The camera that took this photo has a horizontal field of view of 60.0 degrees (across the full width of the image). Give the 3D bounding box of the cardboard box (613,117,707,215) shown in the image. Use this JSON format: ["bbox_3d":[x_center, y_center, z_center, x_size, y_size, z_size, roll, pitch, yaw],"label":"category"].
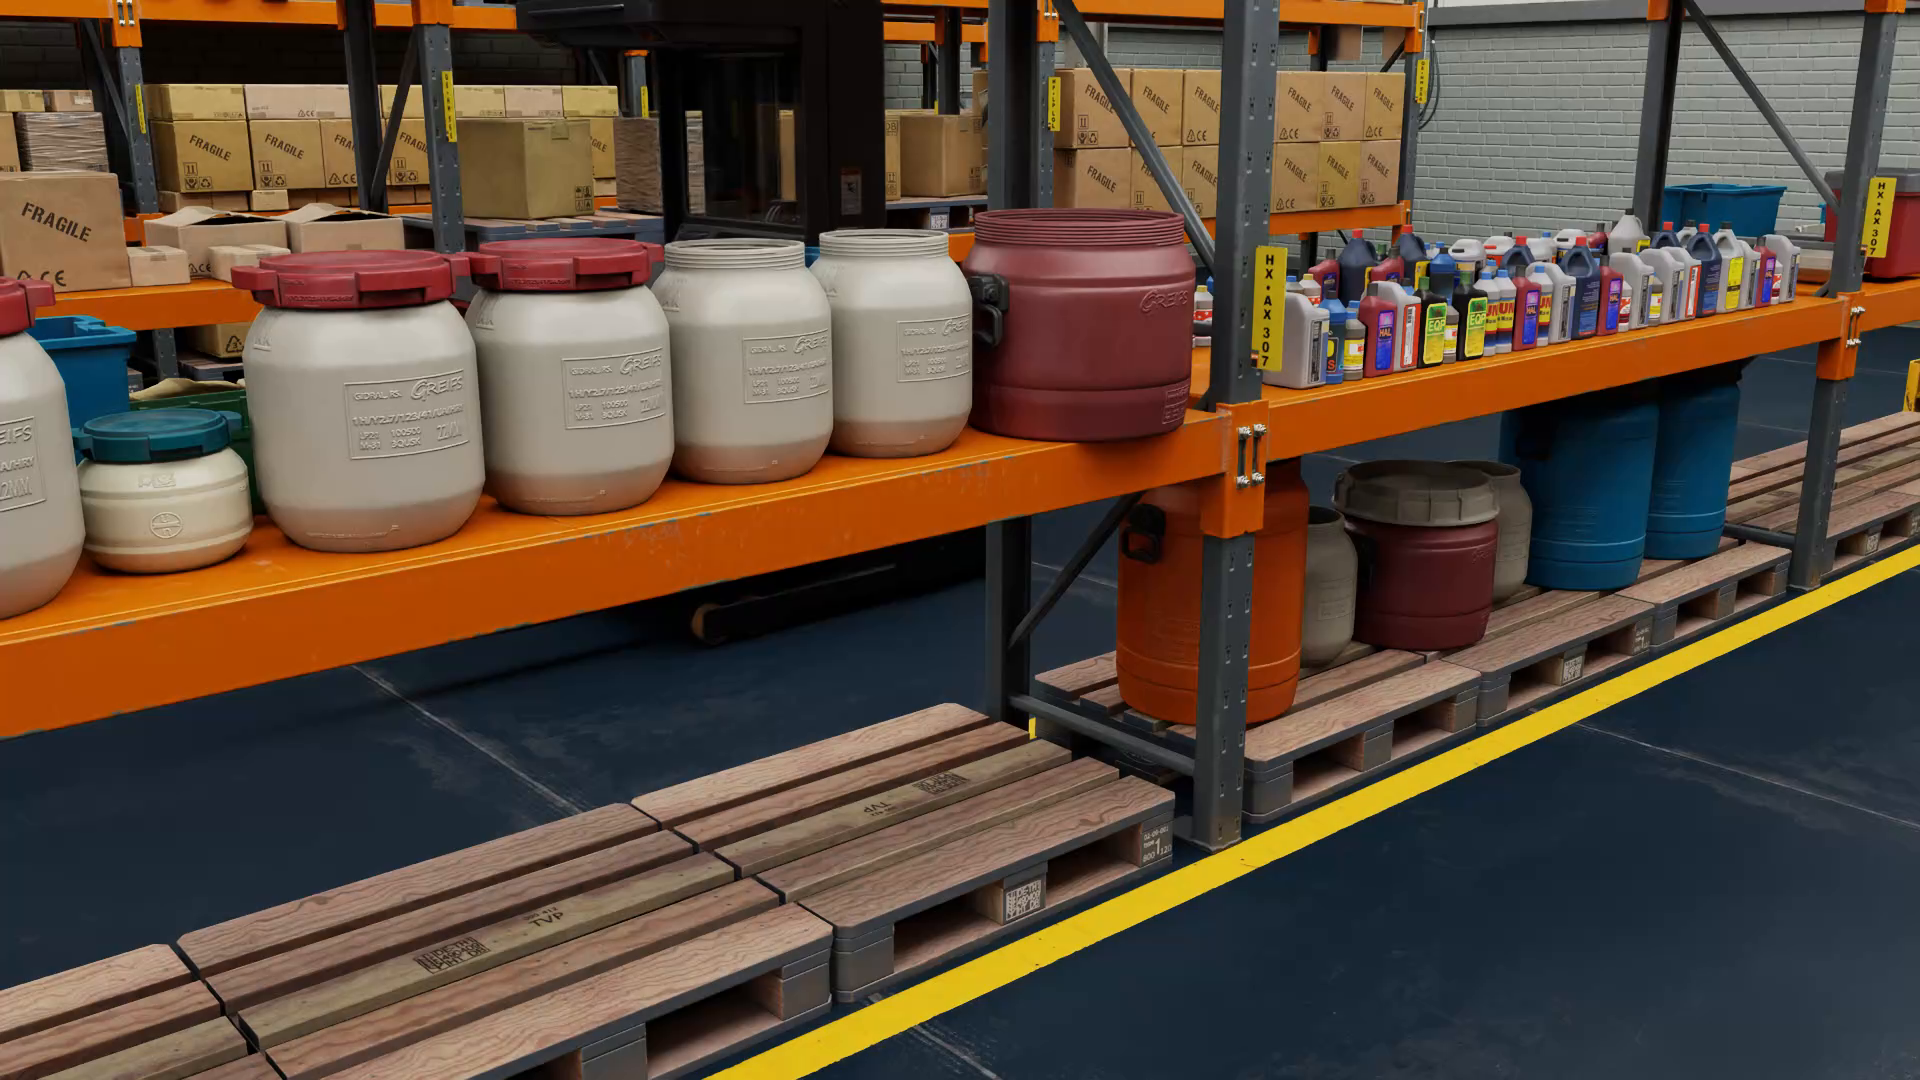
[{"bbox_3d":[-1.577,-2.105,9.310,0.500,0.500,0.700,-9,17,-29],"label":"cardboard box"}]

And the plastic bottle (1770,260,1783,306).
[{"bbox_3d":[3.318,-1.069,6.825,0.097,0.201,0.097,0,15,0],"label":"plastic bottle"}]

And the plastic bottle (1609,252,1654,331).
[{"bbox_3d":[2.455,-0.921,6.125,0.135,0.276,0.152,-13,19,-39],"label":"plastic bottle"}]

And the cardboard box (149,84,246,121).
[{"bbox_3d":[-5.515,-3.167,12.030,0.500,0.250,0.500,-12,19,-38],"label":"cardboard box"}]

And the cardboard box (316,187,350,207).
[{"bbox_3d":[-4.897,-2.652,12.813,0.250,0.149,0.380,-12,19,-38],"label":"cardboard box"}]

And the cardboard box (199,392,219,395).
[{"bbox_3d":[-3.415,-0.527,7.837,0.500,0.311,0.500,-13,20,-40],"label":"cardboard box"}]

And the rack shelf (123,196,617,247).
[{"bbox_3d":[-4.540,-2.562,13.424,4.000,0.370,1.077,-13,19,-39],"label":"rack shelf"}]

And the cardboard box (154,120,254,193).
[{"bbox_3d":[-5.514,-2.805,12.130,0.500,0.500,0.500,-12,19,-38],"label":"cardboard box"}]

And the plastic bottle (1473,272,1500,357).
[{"bbox_3d":[1.723,-0.745,5.475,0.097,0.271,0.097,0,15,0],"label":"plastic bottle"}]

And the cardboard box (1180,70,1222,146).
[{"bbox_3d":[1.541,-3.016,11.596,0.500,0.500,0.500,-13,20,-41],"label":"cardboard box"}]

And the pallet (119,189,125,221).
[{"bbox_3d":[-6.516,-2.337,11.558,1.003,0.211,1.213,-13,19,-39],"label":"pallet"}]

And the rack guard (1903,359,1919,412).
[{"bbox_3d":[6.500,-0.796,10.263,0.348,0.500,1.175,-13,19,-39],"label":"rack guard"}]

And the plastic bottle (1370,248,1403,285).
[{"bbox_3d":[1.576,-0.934,6.162,0.133,0.283,0.061,-13,19,-39],"label":"plastic bottle"}]

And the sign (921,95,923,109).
[{"bbox_3d":[-0.373,-4.492,17.423,0.005,0.325,0.100,-13,19,-39],"label":"sign"}]

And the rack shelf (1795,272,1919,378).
[{"bbox_3d":[4.981,-1.311,8.740,4.000,0.370,1.077,-13,19,-39],"label":"rack shelf"}]

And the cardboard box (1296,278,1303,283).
[{"bbox_3d":[2.993,-1.827,13.270,0.500,0.500,0.500,-13,19,-39],"label":"cardboard box"}]

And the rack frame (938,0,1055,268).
[{"bbox_3d":[0.224,-2.285,10.991,0.127,3.000,1.000,-13,19,-39],"label":"rack frame"}]

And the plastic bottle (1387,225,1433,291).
[{"bbox_3d":[1.730,-1.036,6.413,0.185,0.351,0.144,-13,19,-39],"label":"plastic bottle"}]

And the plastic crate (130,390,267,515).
[{"bbox_3d":[-1.434,-0.212,3.643,0.662,0.188,0.450,-13,19,-39],"label":"plastic crate"}]

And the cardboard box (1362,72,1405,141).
[{"bbox_3d":[3.086,-3.365,12.904,0.500,0.500,0.500,-13,20,-40],"label":"cardboard box"}]

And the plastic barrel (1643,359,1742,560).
[{"bbox_3d":[3.051,-0.420,7.263,0.708,0.901,0.600,-13,19,-39],"label":"plastic barrel"}]

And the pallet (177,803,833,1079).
[{"bbox_3d":[-1.075,1.034,3.969,1.213,0.211,1.003,-13,19,-39],"label":"pallet"}]

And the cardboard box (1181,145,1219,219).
[{"bbox_3d":[1.550,-2.538,11.746,0.500,0.500,0.500,-13,20,-40],"label":"cardboard box"}]

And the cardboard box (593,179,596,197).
[{"bbox_3d":[-3.275,-2.977,14.031,0.250,0.149,0.380,-12,19,-38],"label":"cardboard box"}]

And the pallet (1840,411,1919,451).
[{"bbox_3d":[5.842,-0.518,9.781,1.213,0.211,1.003,-13,19,-39],"label":"pallet"}]

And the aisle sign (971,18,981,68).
[{"bbox_3d":[0.238,-5.136,16.628,0.004,0.787,0.394,-13,19,-39],"label":"aisle sign"}]

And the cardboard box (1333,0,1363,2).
[{"bbox_3d":[2.642,-4.118,12.333,0.500,0.250,0.500,-13,19,-39],"label":"cardboard box"}]

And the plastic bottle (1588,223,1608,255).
[{"bbox_3d":[2.815,-1.262,7.388,0.133,0.283,0.061,-13,19,-39],"label":"plastic bottle"}]

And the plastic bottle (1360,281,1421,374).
[{"bbox_3d":[1.343,-0.671,5.190,0.135,0.276,0.152,-13,19,-39],"label":"plastic bottle"}]

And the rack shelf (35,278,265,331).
[{"bbox_3d":[-4.303,-0.921,7.279,4.000,0.370,1.077,-13,19,-39],"label":"rack shelf"}]

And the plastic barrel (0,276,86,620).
[{"bbox_3d":[-1.697,-0.150,2.735,0.433,0.535,0.433,0,15,0],"label":"plastic barrel"}]

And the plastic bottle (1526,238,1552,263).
[{"bbox_3d":[2.275,-1.069,6.681,0.135,0.276,0.152,-13,19,-39],"label":"plastic bottle"}]

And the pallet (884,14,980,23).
[{"bbox_3d":[-0.566,-5.205,16.282,1.213,0.211,1.003,-13,19,-39],"label":"pallet"}]

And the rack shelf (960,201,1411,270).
[{"bbox_3d":[1.732,-2.276,12.353,4.000,0.370,1.077,-13,19,-39],"label":"rack shelf"}]

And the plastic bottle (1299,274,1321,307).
[{"bbox_3d":[1.267,-0.868,6.074,0.097,0.201,0.097,0,15,0],"label":"plastic bottle"}]

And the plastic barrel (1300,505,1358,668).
[{"bbox_3d":[1.180,0.158,5.855,0.421,0.512,0.421,0,15,0],"label":"plastic barrel"}]

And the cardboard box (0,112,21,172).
[{"bbox_3d":[-6.800,-2.650,11.313,0.700,0.500,0.500,14,20,42],"label":"cardboard box"}]

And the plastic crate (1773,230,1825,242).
[{"bbox_3d":[4.141,-1.458,8.312,0.590,0.125,0.437,-13,19,-39],"label":"plastic crate"}]

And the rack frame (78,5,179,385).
[{"bbox_3d":[-6.048,-2.571,12.063,0.127,3.000,1.000,-13,19,-39],"label":"rack frame"}]

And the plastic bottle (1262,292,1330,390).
[{"bbox_3d":[0.994,-0.593,4.897,0.135,0.276,0.152,-13,19,-39],"label":"plastic bottle"}]

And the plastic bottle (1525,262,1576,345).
[{"bbox_3d":[2.040,-0.828,5.776,0.135,0.276,0.152,-13,19,-39],"label":"plastic bottle"}]

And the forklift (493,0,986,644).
[{"bbox_3d":[-1.109,-1.148,6.870,3.031,2.935,1.130,-13,20,-40],"label":"forklift"}]

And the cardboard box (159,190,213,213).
[{"bbox_3d":[-5.648,-2.470,12.132,0.250,0.149,0.380,-13,20,-40],"label":"cardboard box"}]

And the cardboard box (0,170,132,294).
[{"bbox_3d":[-4.049,-1.368,7.366,0.500,0.500,0.500,-14,20,-42],"label":"cardboard box"}]

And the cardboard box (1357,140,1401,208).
[{"bbox_3d":[3.082,-2.882,13.033,0.500,0.500,0.500,-12,19,-38],"label":"cardboard box"}]

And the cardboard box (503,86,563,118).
[{"bbox_3d":[-3.607,-3.599,13.649,0.500,0.250,0.500,-12,19,-38],"label":"cardboard box"}]

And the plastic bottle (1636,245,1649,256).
[{"bbox_3d":[2.635,-1.002,6.437,0.097,0.271,0.097,0,15,0],"label":"plastic bottle"}]

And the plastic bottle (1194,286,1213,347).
[{"bbox_3d":[0.827,-0.769,5.703,0.097,0.201,0.097,0,15,0],"label":"plastic bottle"}]

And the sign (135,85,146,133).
[{"bbox_3d":[-5.685,-2.988,11.534,0.005,0.325,0.100,-13,19,-39],"label":"sign"}]

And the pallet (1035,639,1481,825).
[{"bbox_3d":[1.022,0.563,5.732,1.213,0.211,1.003,-13,19,-39],"label":"pallet"}]

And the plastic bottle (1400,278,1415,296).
[{"bbox_3d":[1.408,-0.695,5.289,0.097,0.271,0.097,0,15,0],"label":"plastic bottle"}]

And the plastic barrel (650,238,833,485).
[{"bbox_3d":[-0.499,-0.409,3.752,0.421,0.512,0.421,0,15,0],"label":"plastic barrel"}]

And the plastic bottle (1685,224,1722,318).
[{"bbox_3d":[2.854,-1.045,6.447,0.185,0.351,0.144,-13,19,-39],"label":"plastic bottle"}]
